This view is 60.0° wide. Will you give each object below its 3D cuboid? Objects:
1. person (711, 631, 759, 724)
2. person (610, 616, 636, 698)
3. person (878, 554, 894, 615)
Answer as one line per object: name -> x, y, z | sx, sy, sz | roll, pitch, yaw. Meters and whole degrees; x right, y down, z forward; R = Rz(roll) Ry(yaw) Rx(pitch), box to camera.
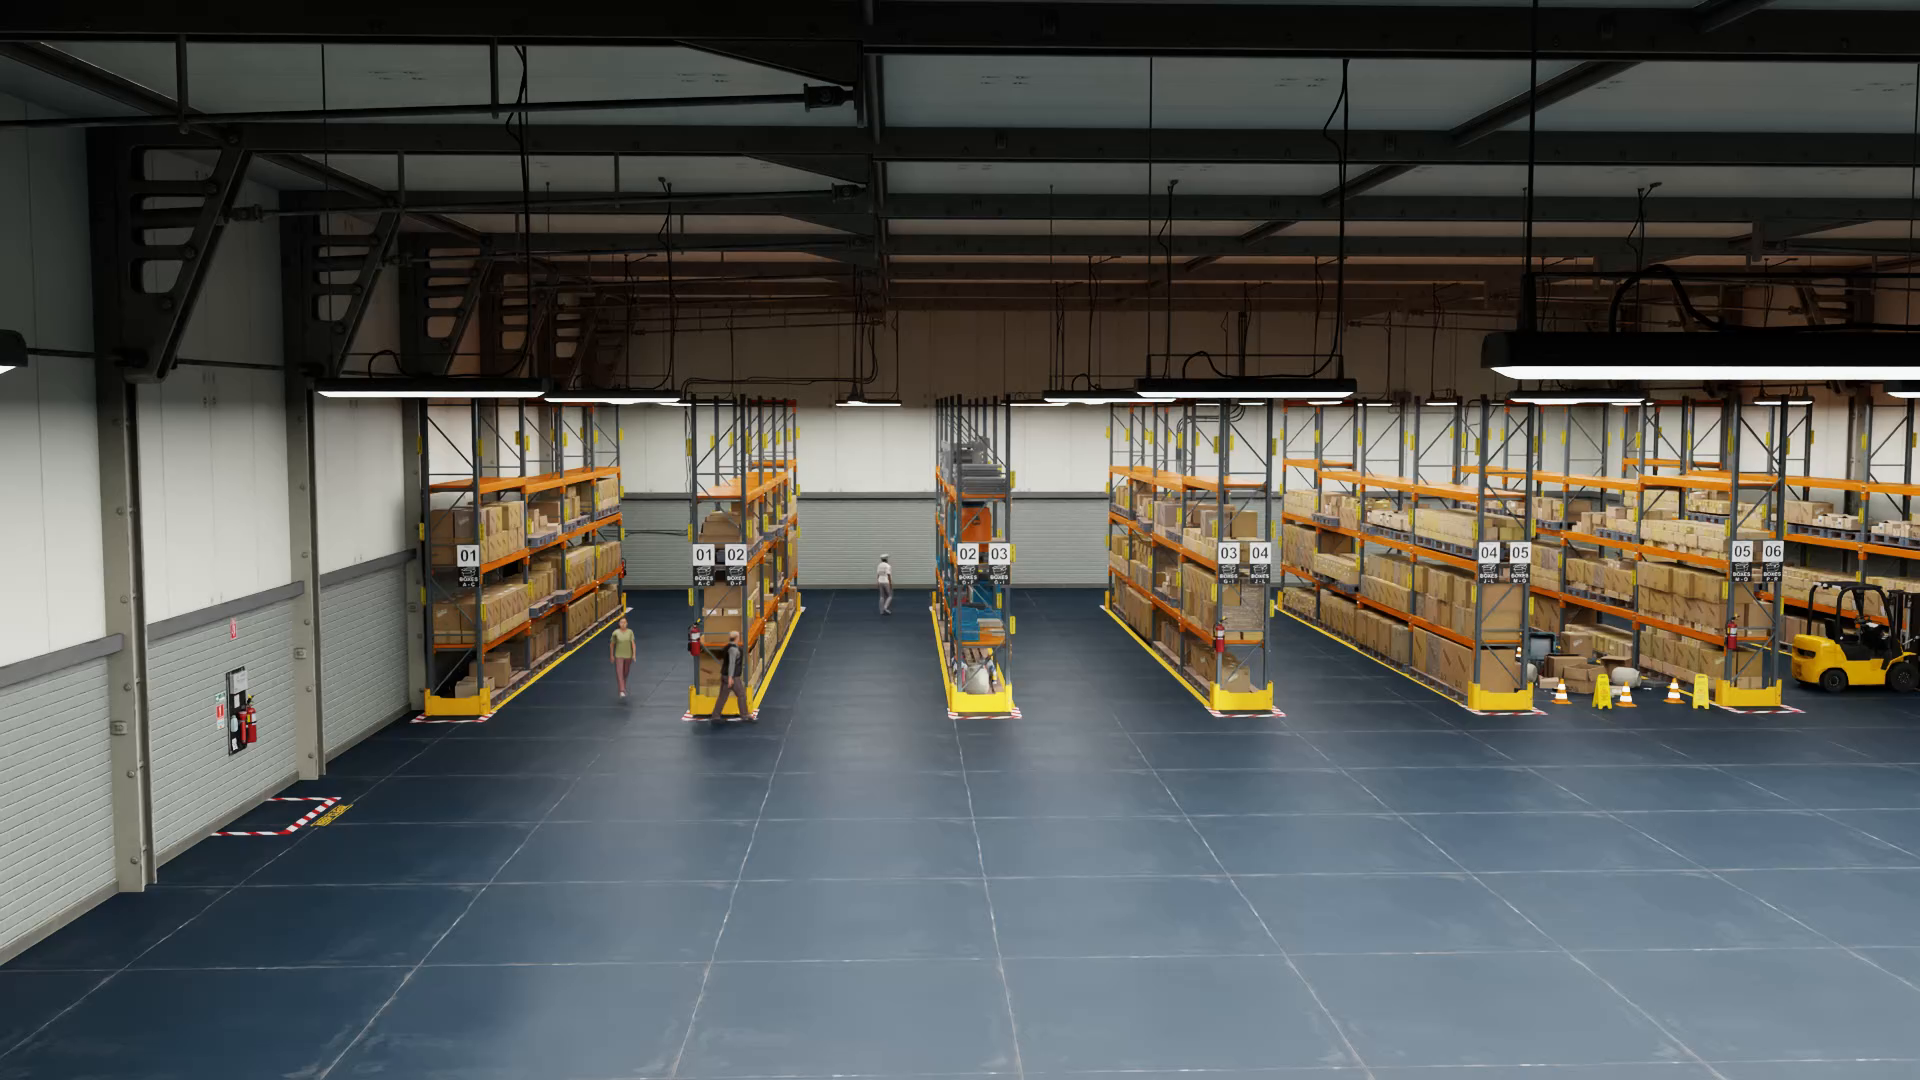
person -> -4.117, 2.496, 30.200 | 0.853, 1.703, 0.582 | -2, 5, -24
person -> -6.628, 2.308, 32.818 | 0.486, 1.609, 1.059 | -3, 5, -31
person -> -2.099, 1.236, 46.410 | 0.508, 1.679, 0.443 | 4, 6, 40
